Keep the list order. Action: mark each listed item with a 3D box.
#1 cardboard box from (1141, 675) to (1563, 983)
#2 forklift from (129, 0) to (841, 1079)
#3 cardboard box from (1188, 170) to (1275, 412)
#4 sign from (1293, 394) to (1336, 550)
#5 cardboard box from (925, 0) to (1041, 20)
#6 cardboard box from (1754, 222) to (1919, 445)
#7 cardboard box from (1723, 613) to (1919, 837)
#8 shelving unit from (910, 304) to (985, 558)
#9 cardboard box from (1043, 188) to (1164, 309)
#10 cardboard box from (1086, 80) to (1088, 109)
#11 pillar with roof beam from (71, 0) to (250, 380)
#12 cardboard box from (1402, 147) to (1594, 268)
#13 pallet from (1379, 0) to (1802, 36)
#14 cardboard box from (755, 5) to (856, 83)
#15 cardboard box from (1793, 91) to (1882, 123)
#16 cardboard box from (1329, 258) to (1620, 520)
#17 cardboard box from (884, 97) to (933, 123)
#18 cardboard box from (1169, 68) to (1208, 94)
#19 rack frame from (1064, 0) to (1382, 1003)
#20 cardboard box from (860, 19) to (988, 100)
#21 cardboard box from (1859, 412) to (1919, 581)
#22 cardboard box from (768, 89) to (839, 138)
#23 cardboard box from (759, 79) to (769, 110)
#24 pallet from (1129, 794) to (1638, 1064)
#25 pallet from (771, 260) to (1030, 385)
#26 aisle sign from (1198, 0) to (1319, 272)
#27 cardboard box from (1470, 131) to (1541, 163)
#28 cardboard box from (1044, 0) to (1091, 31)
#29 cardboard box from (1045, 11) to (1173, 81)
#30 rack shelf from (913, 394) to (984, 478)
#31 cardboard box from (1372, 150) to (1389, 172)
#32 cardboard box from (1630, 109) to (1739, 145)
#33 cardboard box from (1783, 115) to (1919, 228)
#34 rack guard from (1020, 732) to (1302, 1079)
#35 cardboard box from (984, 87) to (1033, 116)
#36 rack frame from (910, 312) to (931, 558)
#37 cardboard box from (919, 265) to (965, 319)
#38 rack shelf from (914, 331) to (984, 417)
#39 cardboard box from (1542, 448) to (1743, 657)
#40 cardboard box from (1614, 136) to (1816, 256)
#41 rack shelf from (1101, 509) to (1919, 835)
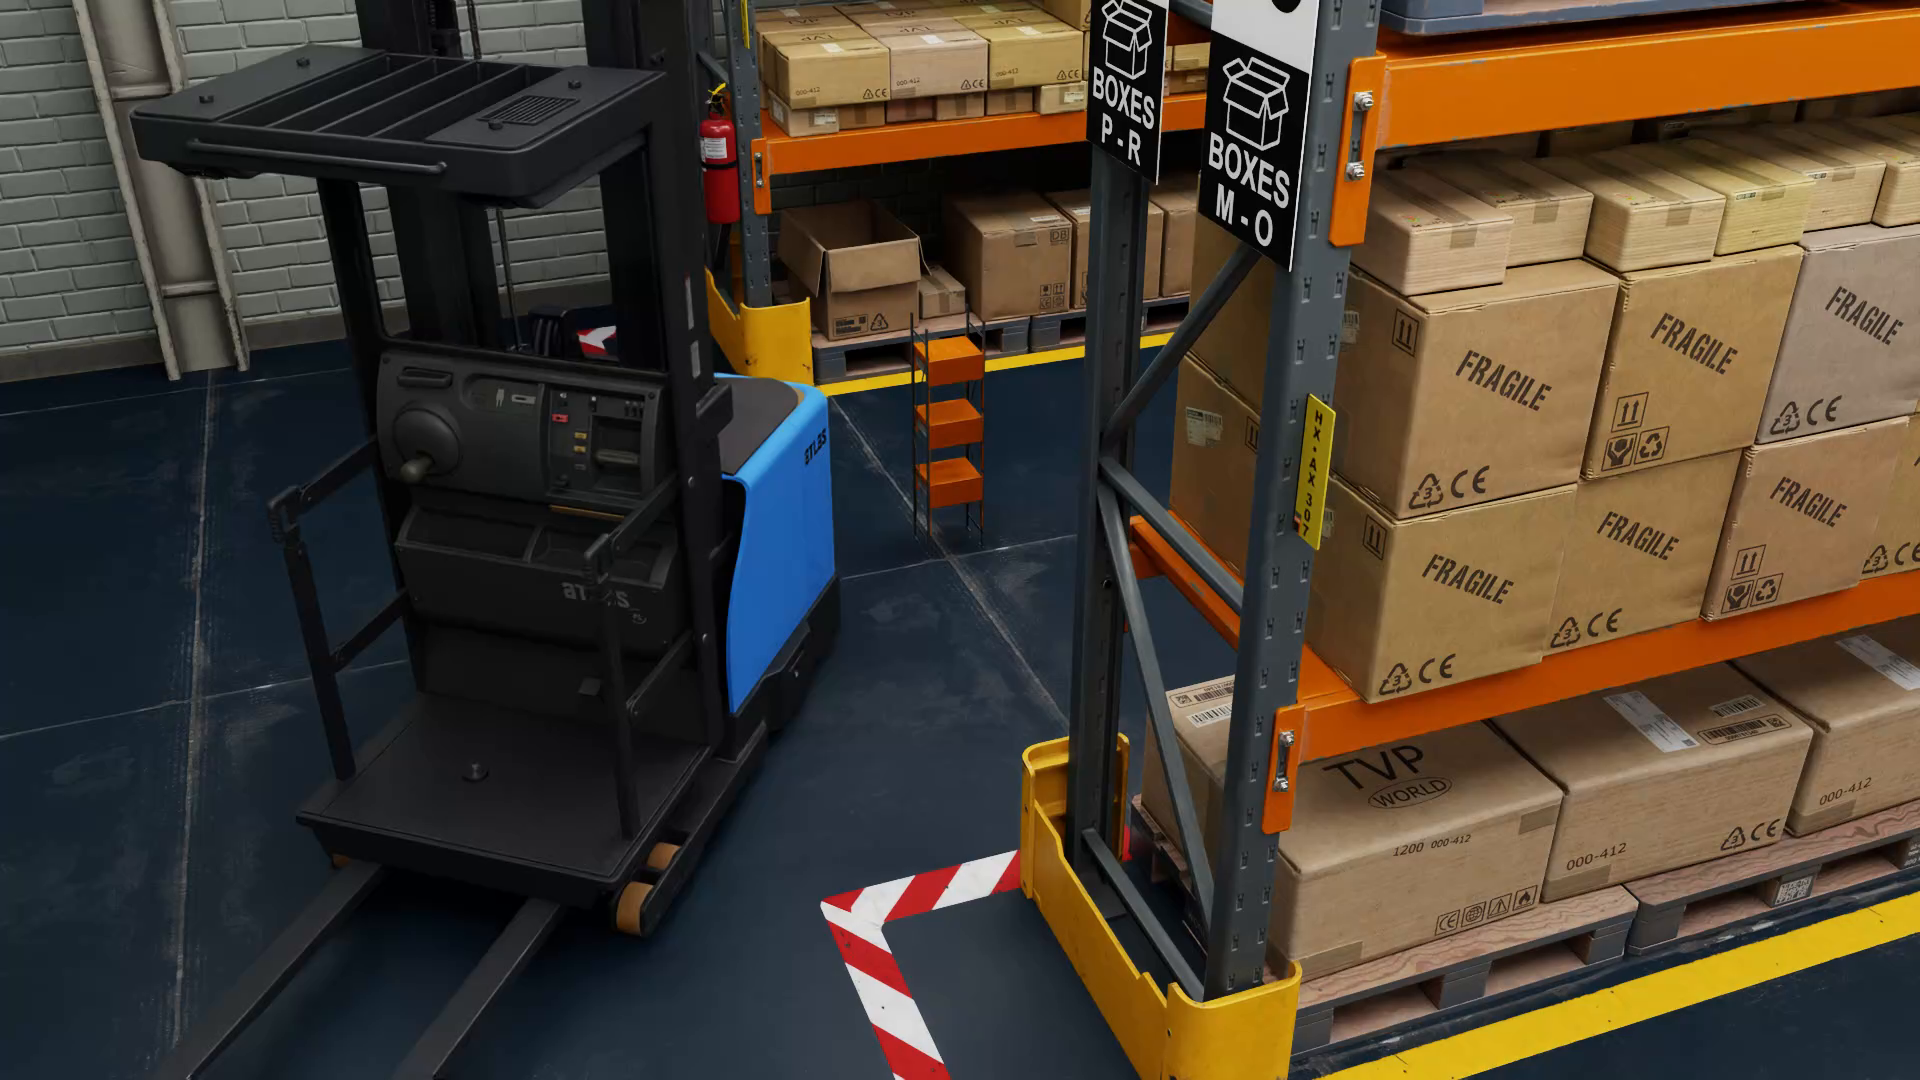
[{"bbox_3d":[1.143,0.781,5.012,0.875,0.438,0.875,-12,32,-19],"label":"cardboard box"},{"bbox_3d":[-1.380,-0.276,4.774,1.130,2.935,3.031,8,31,15],"label":"forklift"},{"bbox_3d":[0.928,-0.661,4.268,0.500,0.500,0.500,-9,31,-16],"label":"cardboard box"},{"bbox_3d":[0.747,-0.141,3.513,0.005,0.325,0.100,-10,31,-18],"label":"sign"},{"bbox_3d":[0.113,-2.730,8.862,0.500,0.250,0.500,-9,31,-16],"label":"cardboard box"},{"bbox_3d":[2.070,-0.603,4.166,0.500,0.500,0.500,-11,31,-18],"label":"cardboard box"},{"bbox_3d":[2.844,0.465,5.568,0.875,0.438,0.875,-11,32,-19],"label":"cardboard box"},{"bbox_3d":[-0.050,-0.447,6.974,0.252,1.050,0.215,-10,31,-18],"label":"shelving unit"},{"bbox_3d":[0.777,-1.624,9.171,0.500,0.500,0.500,-10,31,-17],"label":"cardboard box"},{"bbox_3d":[0.693,-2.366,8.626,0.250,0.149,0.380,-10,31,-16],"label":"cardboard box"},{"bbox_3d":[-2.515,-2.853,3.168,0.400,9.000,9.100,-10,31,-18],"label":"pillar with roof beam"},{"bbox_3d":[1.210,-0.760,3.787,0.250,0.149,0.380,-10,31,-16],"label":"cardboard box"},{"bbox_3d":[1.251,-1.387,3.713,1.213,0.211,1.003,-10,31,-18],"label":"pallet"},{"bbox_3d":[-0.836,-2.558,8.561,0.500,0.250,0.500,-10,31,-16],"label":"cardboard box"},{"bbox_3d":[2.255,-1.186,4.535,0.250,0.149,0.380,-9,31,-16],"label":"cardboard box"},{"bbox_3d":[1.109,-0.418,3.842,0.500,0.500,0.500,-11,32,-19],"label":"cardboard box"},{"bbox_3d":[-0.315,-2.239,8.403,0.250,0.149,0.380,-11,31,-18],"label":"cardboard box"},{"bbox_3d":[1.126,-2.507,8.874,0.250,0.149,0.380,-10,31,-17],"label":"cardboard box"},{"bbox_3d":[0.560,0.011,4.201,0.127,3.000,1.000,-10,31,-18],"label":"rack frame"},{"bbox_3d":[-0.183,-2.396,8.276,0.500,0.250,0.500,-10,31,-17],"label":"cardboard box"},{"bbox_3d":[2.521,-0.256,4.568,0.500,0.500,0.500,-9,31,-16],"label":"cardboard box"},{"bbox_3d":[-0.771,-2.112,8.180,0.250,0.149,0.380,-11,31,-18],"label":"cardboard box"},{"bbox_3d":[-0.958,-2.364,8.623,0.250,0.149,0.380,-11,31,-18],"label":"cardboard box"},{"bbox_3d":[1.282,1.048,5.197,1.213,0.211,1.003,-10,31,-18],"label":"pallet"},{"bbox_3d":[-0.357,-1.231,9.197,1.213,0.211,1.003,-10,31,-18],"label":"pallet"},{"bbox_3d":[0.593,-0.972,3.299,0.004,0.787,0.394,-10,31,-18],"label":"aisle sign"},{"bbox_3d":[1.268,-1.042,4.283,0.250,0.149,0.380,-11,31,-18],"label":"cardboard box"},{"bbox_3d":[0.750,-2.894,8.392,0.500,0.500,0.500,-10,31,-16],"label":"cardboard box"},{"bbox_3d":[0.763,-2.583,8.605,0.500,0.250,0.500,-11,32,-19],"label":"cardboard box"},{"bbox_3d":[-0.050,-0.438,6.979,0.240,0.259,0.215,-10,31,-18],"label":"rack shelf"},{"bbox_3d":[0.826,-0.904,4.040,0.250,0.149,0.380,-10,31,-17],"label":"cardboard box"},{"bbox_3d":[1.788,-1.079,4.347,0.250,0.149,0.380,-11,31,-18],"label":"cardboard box"},{"bbox_3d":[2.210,-0.899,4.031,0.250,0.149,0.380,-10,31,-17],"label":"cardboard box"},{"bbox_3d":[0.537,1.101,4.812,0.348,0.500,1.175,-10,31,-18],"label":"rack guard"},{"bbox_3d":[0.191,-2.302,8.514,0.250,0.149,0.380,-10,31,-17],"label":"cardboard box"},{"bbox_3d":[-0.164,-0.426,6.937,0.008,1.050,0.200,-10,31,-18],"label":"rack frame"},{"bbox_3d":[-0.157,-1.352,9.049,0.250,0.149,0.380,-12,32,-20],"label":"cardboard box"},{"bbox_3d":[-0.050,-0.684,6.839,0.240,0.259,0.215,-10,31,-18],"label":"rack shelf"},{"bbox_3d":[1.574,-0.082,4.264,0.500,0.500,0.500,-11,31,-18],"label":"cardboard box"},{"bbox_3d":[1.734,-0.805,3.867,0.250,0.149,0.380,-11,32,-19],"label":"cardboard box"},{"bbox_3d":[2.434,-0.022,4.985,4.000,0.370,1.077,-10,31,-18],"label":"rack shelf"}]
